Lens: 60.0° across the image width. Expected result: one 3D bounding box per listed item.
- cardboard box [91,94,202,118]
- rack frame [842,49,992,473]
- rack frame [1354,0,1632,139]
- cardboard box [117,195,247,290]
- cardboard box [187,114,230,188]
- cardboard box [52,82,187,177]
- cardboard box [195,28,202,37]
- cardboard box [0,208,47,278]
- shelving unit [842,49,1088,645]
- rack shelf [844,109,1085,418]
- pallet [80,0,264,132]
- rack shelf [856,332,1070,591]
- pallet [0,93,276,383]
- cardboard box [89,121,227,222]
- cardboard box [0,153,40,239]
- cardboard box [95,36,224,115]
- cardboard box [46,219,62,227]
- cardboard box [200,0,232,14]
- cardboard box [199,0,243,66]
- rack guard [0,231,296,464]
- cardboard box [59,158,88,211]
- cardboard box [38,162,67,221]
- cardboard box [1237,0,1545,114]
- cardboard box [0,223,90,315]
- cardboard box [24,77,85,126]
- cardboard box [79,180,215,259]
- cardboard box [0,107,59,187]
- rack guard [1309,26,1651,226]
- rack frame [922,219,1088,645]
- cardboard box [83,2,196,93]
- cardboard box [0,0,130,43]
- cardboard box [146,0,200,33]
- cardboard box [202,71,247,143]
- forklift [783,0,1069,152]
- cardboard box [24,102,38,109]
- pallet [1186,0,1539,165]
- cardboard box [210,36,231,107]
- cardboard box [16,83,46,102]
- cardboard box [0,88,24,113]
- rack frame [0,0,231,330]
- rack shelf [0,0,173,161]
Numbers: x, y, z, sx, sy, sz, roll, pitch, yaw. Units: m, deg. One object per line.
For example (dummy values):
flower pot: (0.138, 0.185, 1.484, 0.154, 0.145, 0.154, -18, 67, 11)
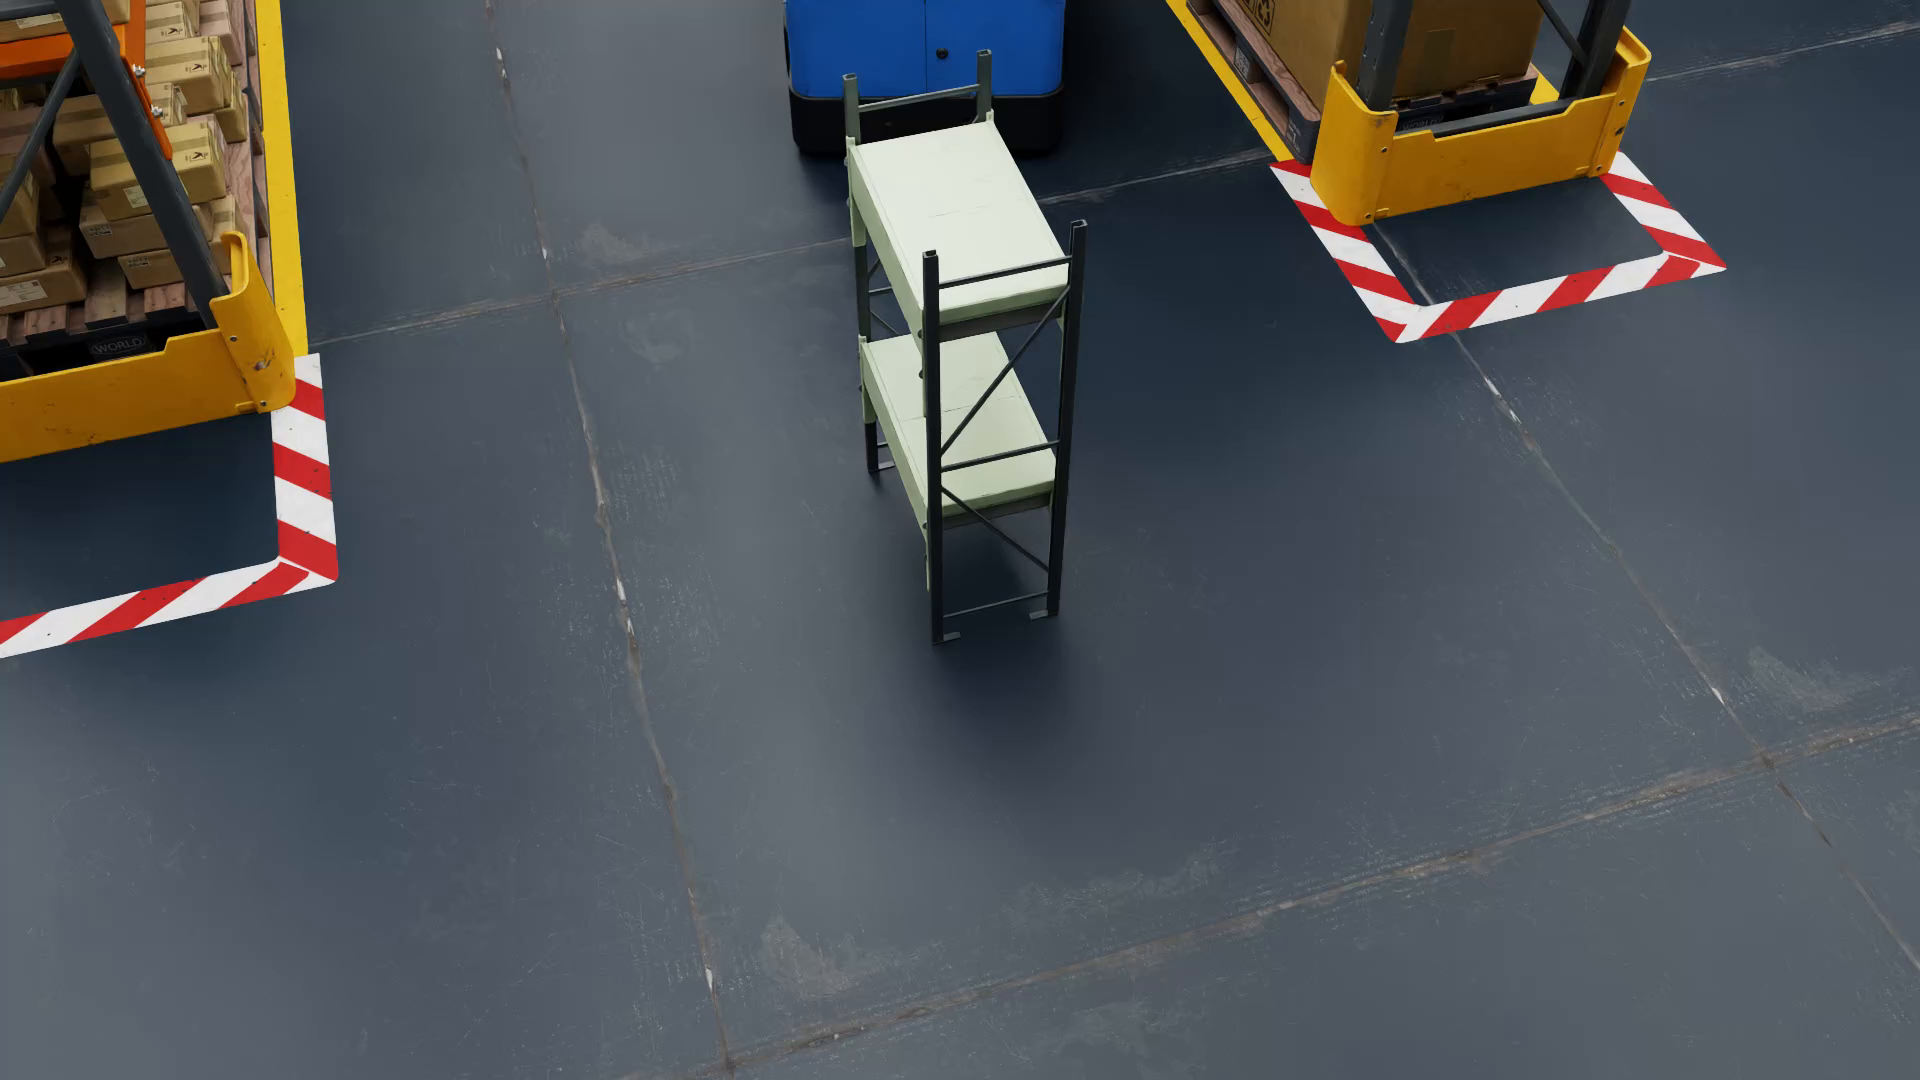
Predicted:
cardboard box: (-2.927, -1.484, 5.934, 0.380, 0.149, 0.250, -13, 51, -11)
rack frame: (-0.110, -0.756, 4.906, 0.400, 1.500, 0.023, -13, 51, -11)
rack frame: (1.934, -2.407, 5.317, 1.000, 3.000, 0.127, -13, 51, -11)
cardboard box: (-2.683, -1.030, 5.747, 0.380, 0.149, 0.250, -12, 51, -10)
cardboard box: (-2.770, -1.325, 5.800, 0.380, 0.149, 0.250, -14, 51, -11)
cardboard box: (-2.860, -1.401, 5.670, 0.380, 0.149, 0.250, -12, 51, -10)
cardboard box: (-3.069, -1.868, 6.258, 0.380, 0.149, 0.250, -16, 52, -13)
cardboard box: (-3.262, -0.992, 5.520, 0.380, 0.149, 0.250, -15, 51, -12)
shelving unit: (-0.002, -0.488, 4.681, 0.431, 1.500, 0.755, -13, 51, -11)
rack shelf: (-0.002, -0.740, 4.382, 0.431, 0.370, 0.720, -13, 51, -11)
pallet: (-3.420, -2.006, 6.803, 1.003, 0.211, 1.213, -13, 51, -11)
rack shelf: (-0.002, -0.278, 4.930, 0.431, 0.370, 0.720, -13, 51, -11)
pallet: (-3.062, -1.117, 6.054, 1.003, 0.211, 1.213, -13, 51, -11)
cardboard box: (-2.664, -1.227, 5.523, 0.380, 0.149, 0.250, -15, 52, -13)
cardboard box: (-3.232, -1.096, 5.413, 0.380, 0.149, 0.250, -13, 51, -11)
cardboard box: (-2.813, -1.614, 5.849, 0.380, 0.149, 0.250, -13, 51, -11)
cardboard box: (-3.361, -1.078, 5.787, 0.380, 0.149, 0.250, -12, 51, -10)
cardboard box: (-3.153, -2.157, 6.697, 0.380, 0.149, 0.250, -13, 51, -11)
cardboard box: (-3.046, -1.961, 6.531, 0.380, 0.149, 0.250, -16, 52, -13)
rack guard: (-2.856, -0.609, 5.436, 1.175, 0.500, 0.348, -13, 51, -11)
cardboard box: (-3.357, -1.290, 5.966, 0.380, 0.149, 0.250, -14, 51, -11)
cardboard box: (-3.288, -1.195, 5.691, 0.380, 0.149, 0.250, -14, 51, -12)
cardboard box: (1.669, -2.306, 6.347, 0.875, 0.875, 0.875, -13, 51, -11)
cardboard box: (-3.188, -0.913, 5.647, 0.380, 0.149, 0.250, -13, 51, -10)
cardboard box: (-3.399, -1.591, 6.025, 0.380, 0.149, 0.250, -14, 51, -11)
cardboard box: (-2.743, -1.112, 5.621, 0.380, 0.149, 0.250, -11, 51, -9)
cardboard box: (-3.252, -1.293, 5.579, 0.380, 0.149, 0.250, -12, 51, -10)
rack guard: (1.942, -1.583, 6.258, 1.175, 0.500, 0.348, -13, 51, -11)
rack frame: (0.106, -0.221, 4.455, 0.400, 1.500, 0.023, -13, 51, -11)
cardboard box: (-2.965, -1.776, 5.986, 0.380, 0.149, 0.250, -16, 52, -13)
cardboard box: (-2.616, -1.589, 4.792, 0.380, 0.149, 0.250, -14, 51, -11)
cardboard box: (-3.038, -1.981, 6.159, 0.380, 0.149, 0.250, -12, 51, -10)
cardboard box: (-2.889, -1.594, 6.222, 0.380, 0.149, 0.250, -13, 51, -11)
forklift: (-0.153, -3.558, 6.333, 1.130, 2.935, 3.031, -1, 50, -1)
cardboard box: (-3.418, -1.371, 5.840, 0.380, 0.149, 0.250, -15, 52, -12)
pallet: (1.623, -2.074, 6.860, 1.003, 0.211, 1.213, -13, 51, -11)
cardboard box: (-2.899, -1.695, 6.113, 0.380, 0.149, 0.250, -12, 51, -10)
cardboard box: (-3.466, -1.657, 5.886, 0.380, 0.149, 0.250, -15, 52, -12)
cardboard box: (-3.450, -1.453, 5.714, 0.380, 0.149, 0.250, -14, 51, -12)
rack frame: (-2.834, -1.359, 4.434, 1.000, 3.000, 0.127, -13, 51, -11)
rack shelf: (-3.425, -2.588, 5.940, 1.077, 0.370, 4.000, -13, 51, -11)
